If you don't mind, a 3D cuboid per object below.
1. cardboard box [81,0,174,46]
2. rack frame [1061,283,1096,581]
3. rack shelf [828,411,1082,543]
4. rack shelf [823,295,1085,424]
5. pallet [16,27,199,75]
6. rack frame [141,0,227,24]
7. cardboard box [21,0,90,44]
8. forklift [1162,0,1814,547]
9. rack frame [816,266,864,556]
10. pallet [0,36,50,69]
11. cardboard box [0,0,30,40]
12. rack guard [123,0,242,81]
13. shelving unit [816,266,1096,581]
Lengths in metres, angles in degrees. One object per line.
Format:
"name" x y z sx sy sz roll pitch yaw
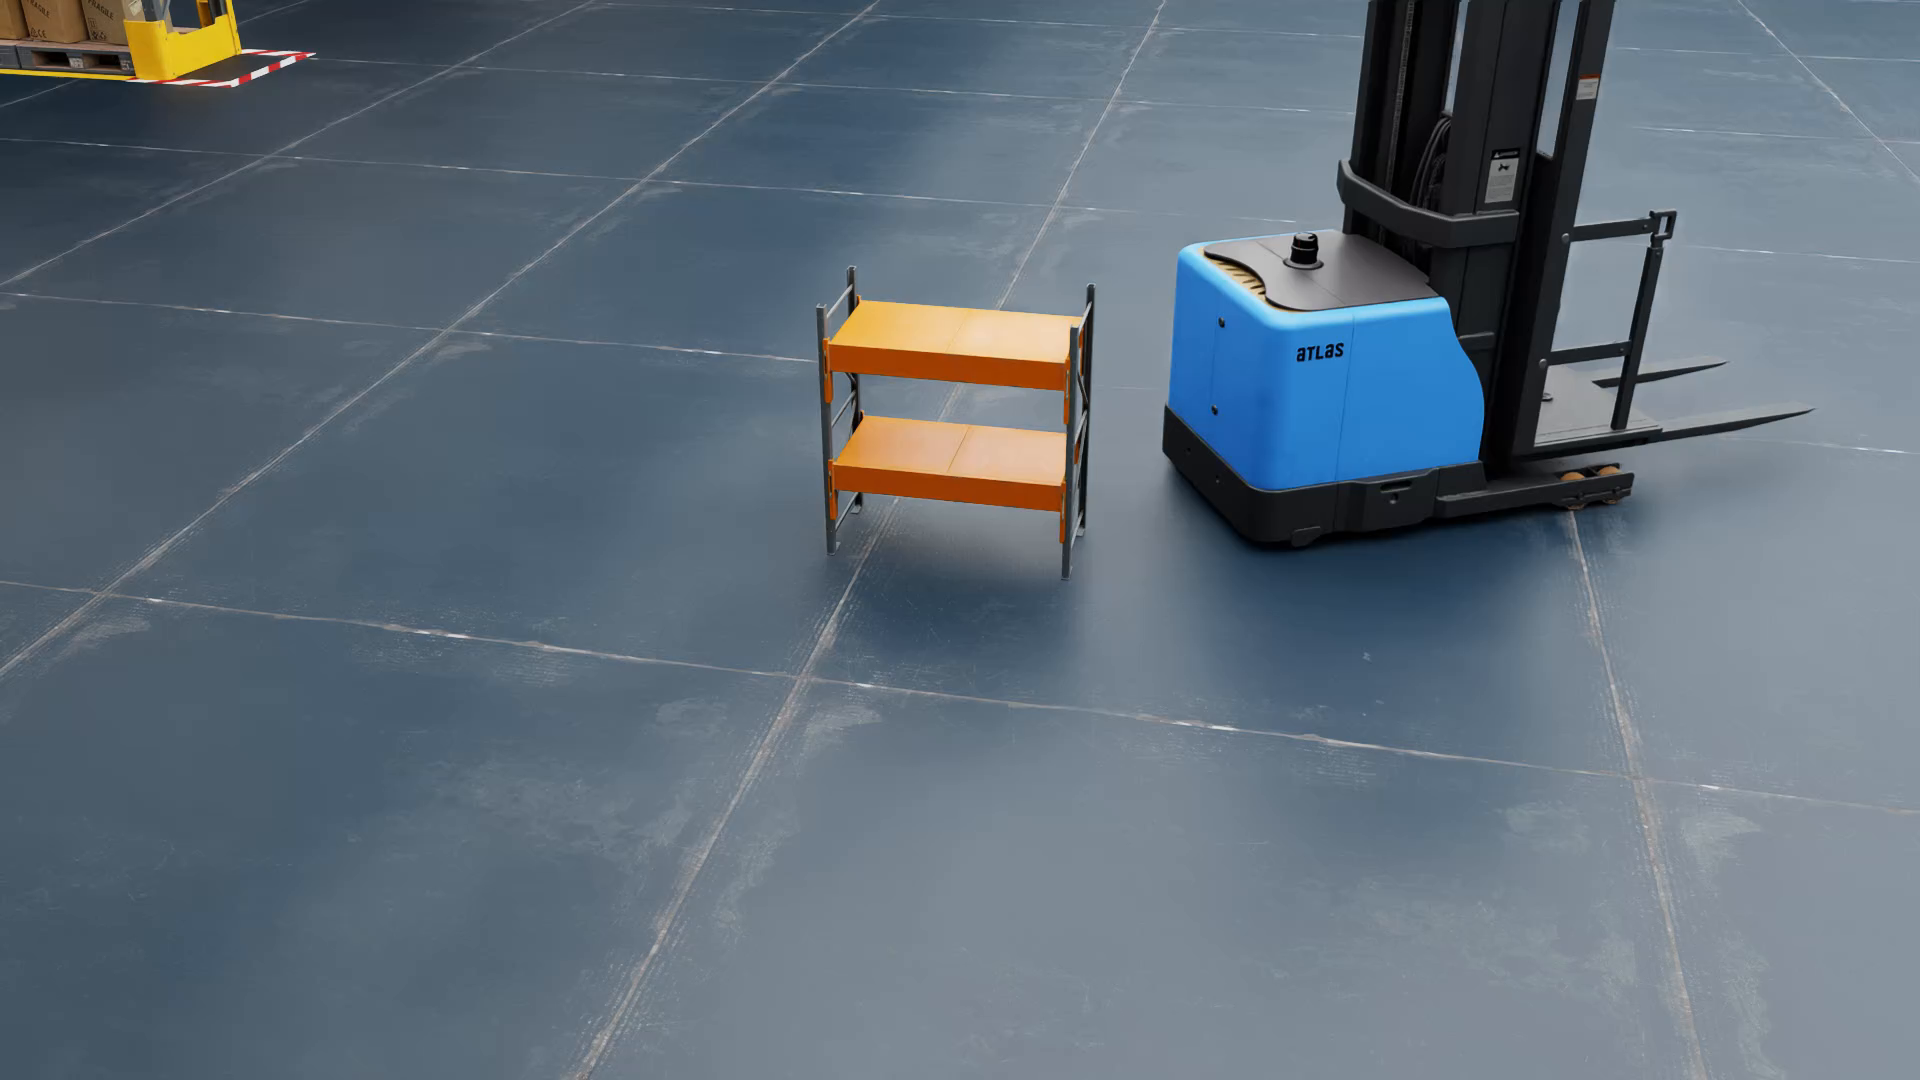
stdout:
"cardboard box" -7.544 -4.796 15.052 0.500 0.500 0.500 11 31 20
"rack frame" 0.491 -0.443 6.888 0.032 1.125 0.500 6 29 11
"rack shelf" -0.007 -0.280 7.099 1.000 0.278 0.538 6 29 11
"rack shelf" -0.007 -0.751 6.841 1.000 0.278 0.538 6 29 11
"pallet" -7.799 -4.520 15.286 1.213 0.211 1.003 6 29 11
"rack frame" -6.937 -5.637 14.424 0.127 3.000 1.000 6 29 11
"cardboard box" -8.136 -4.839 15.132 0.500 0.500 0.500 14 32 24
"forklift" 2.533 -1.655 7.221 3.031 2.935 1.130 -8 30 -15
"rack frame" -0.504 -0.545 7.074 0.032 1.125 0.500 6 29 11
"pallet" -8.988 -4.643 15.512 1.213 0.211 1.003 6 29 11
"cardboard box" -8.744 -4.911 15.263 0.500 0.500 0.500 9 30 15
"rack guard" -7.011 -4.549 15.038 0.348 0.500 1.175 6 29 11
"shelving unit" -0.007 -0.494 6.981 1.048 1.125 0.538 6 29 11
